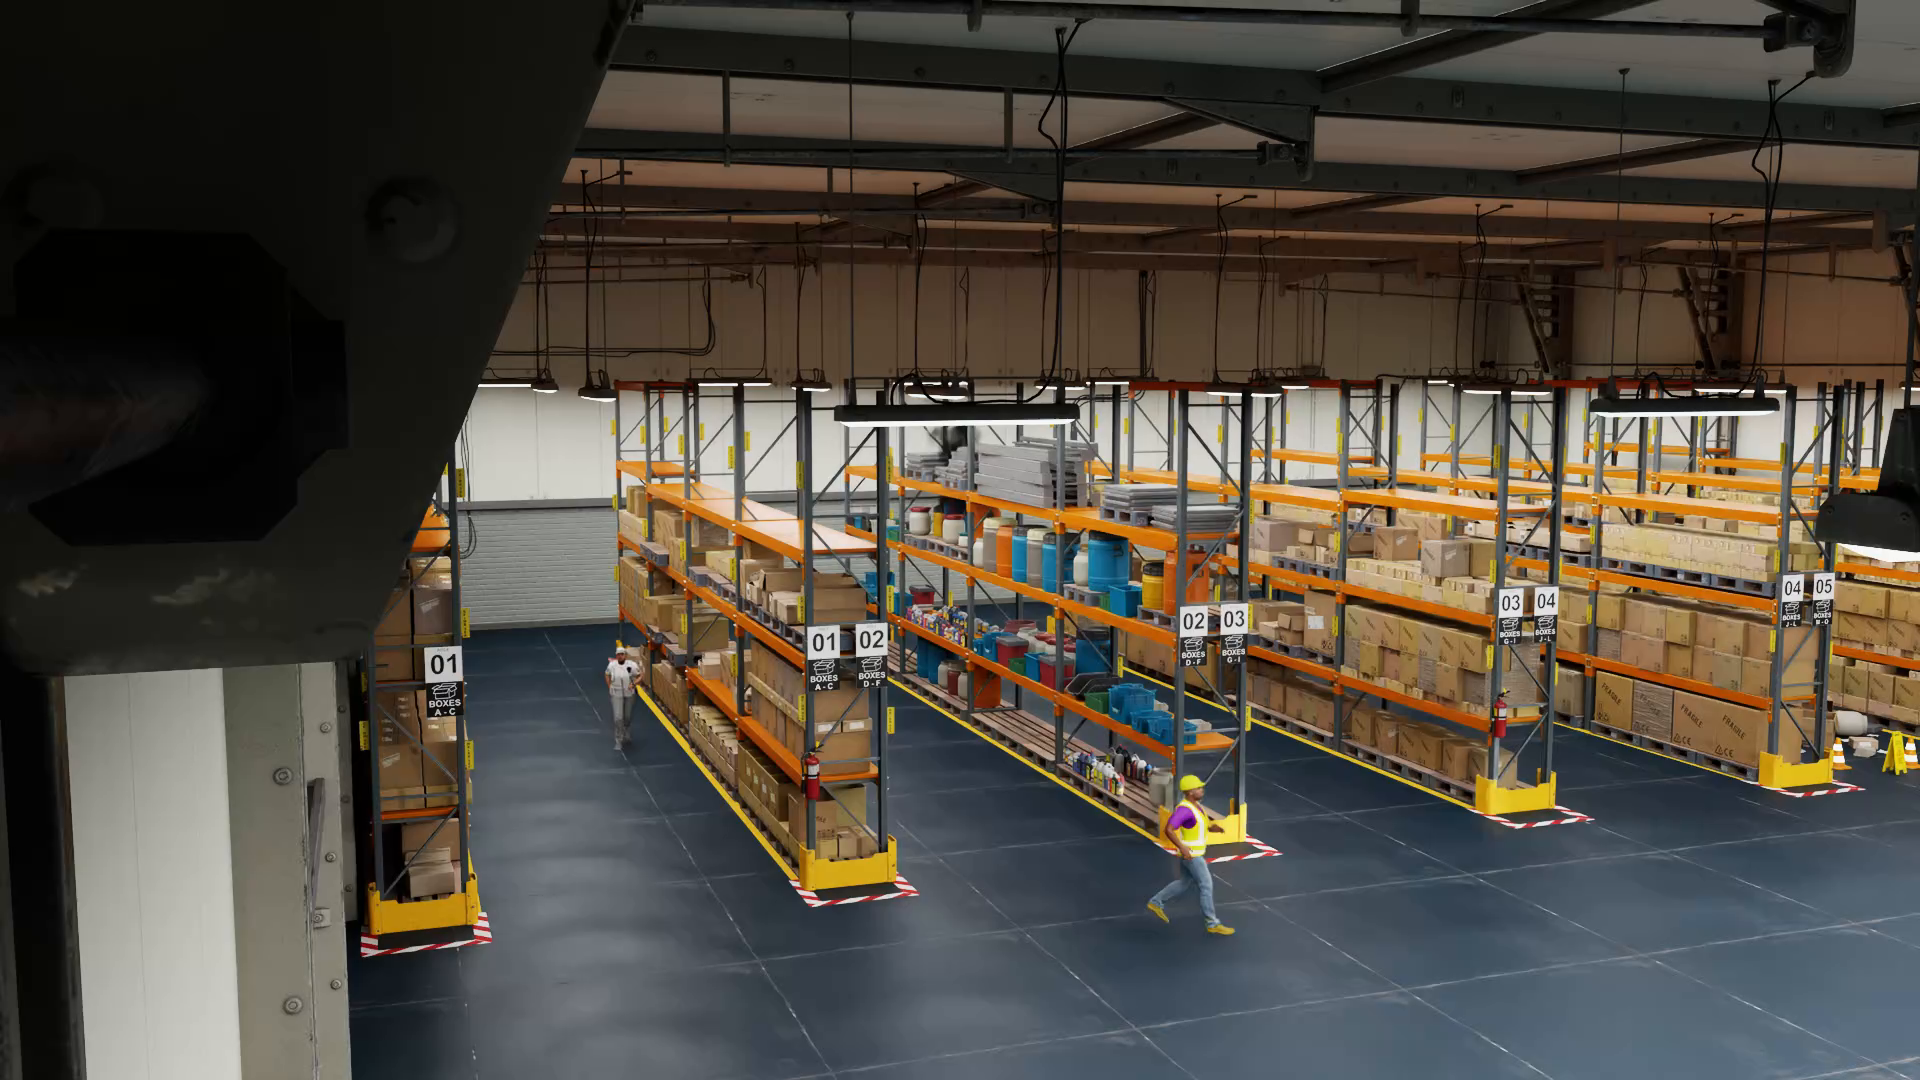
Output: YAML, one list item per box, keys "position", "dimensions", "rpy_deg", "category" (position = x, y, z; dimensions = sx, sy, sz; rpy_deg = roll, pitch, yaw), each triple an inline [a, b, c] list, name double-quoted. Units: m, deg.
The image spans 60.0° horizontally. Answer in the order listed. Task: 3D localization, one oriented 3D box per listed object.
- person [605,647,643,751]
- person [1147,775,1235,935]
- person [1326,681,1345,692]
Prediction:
- position: [-5.574, 2.610, 27.609]
  dimensions: [0.612, 1.736, 0.721]
  rpy_deg: [-1, 6, -12]
  category: "person"
- position: [2.569, 3.473, 18.469]
  dimensions: [0.987, 1.747, 0.717]
  rpy_deg: [1, 6, 12]
  category: "person"
- position: [7.101, 2.203, 31.107]
  dimensions: [0.577, 1.703, 0.805]
  rpy_deg: [-2, 6, -18]
  category: "person"
